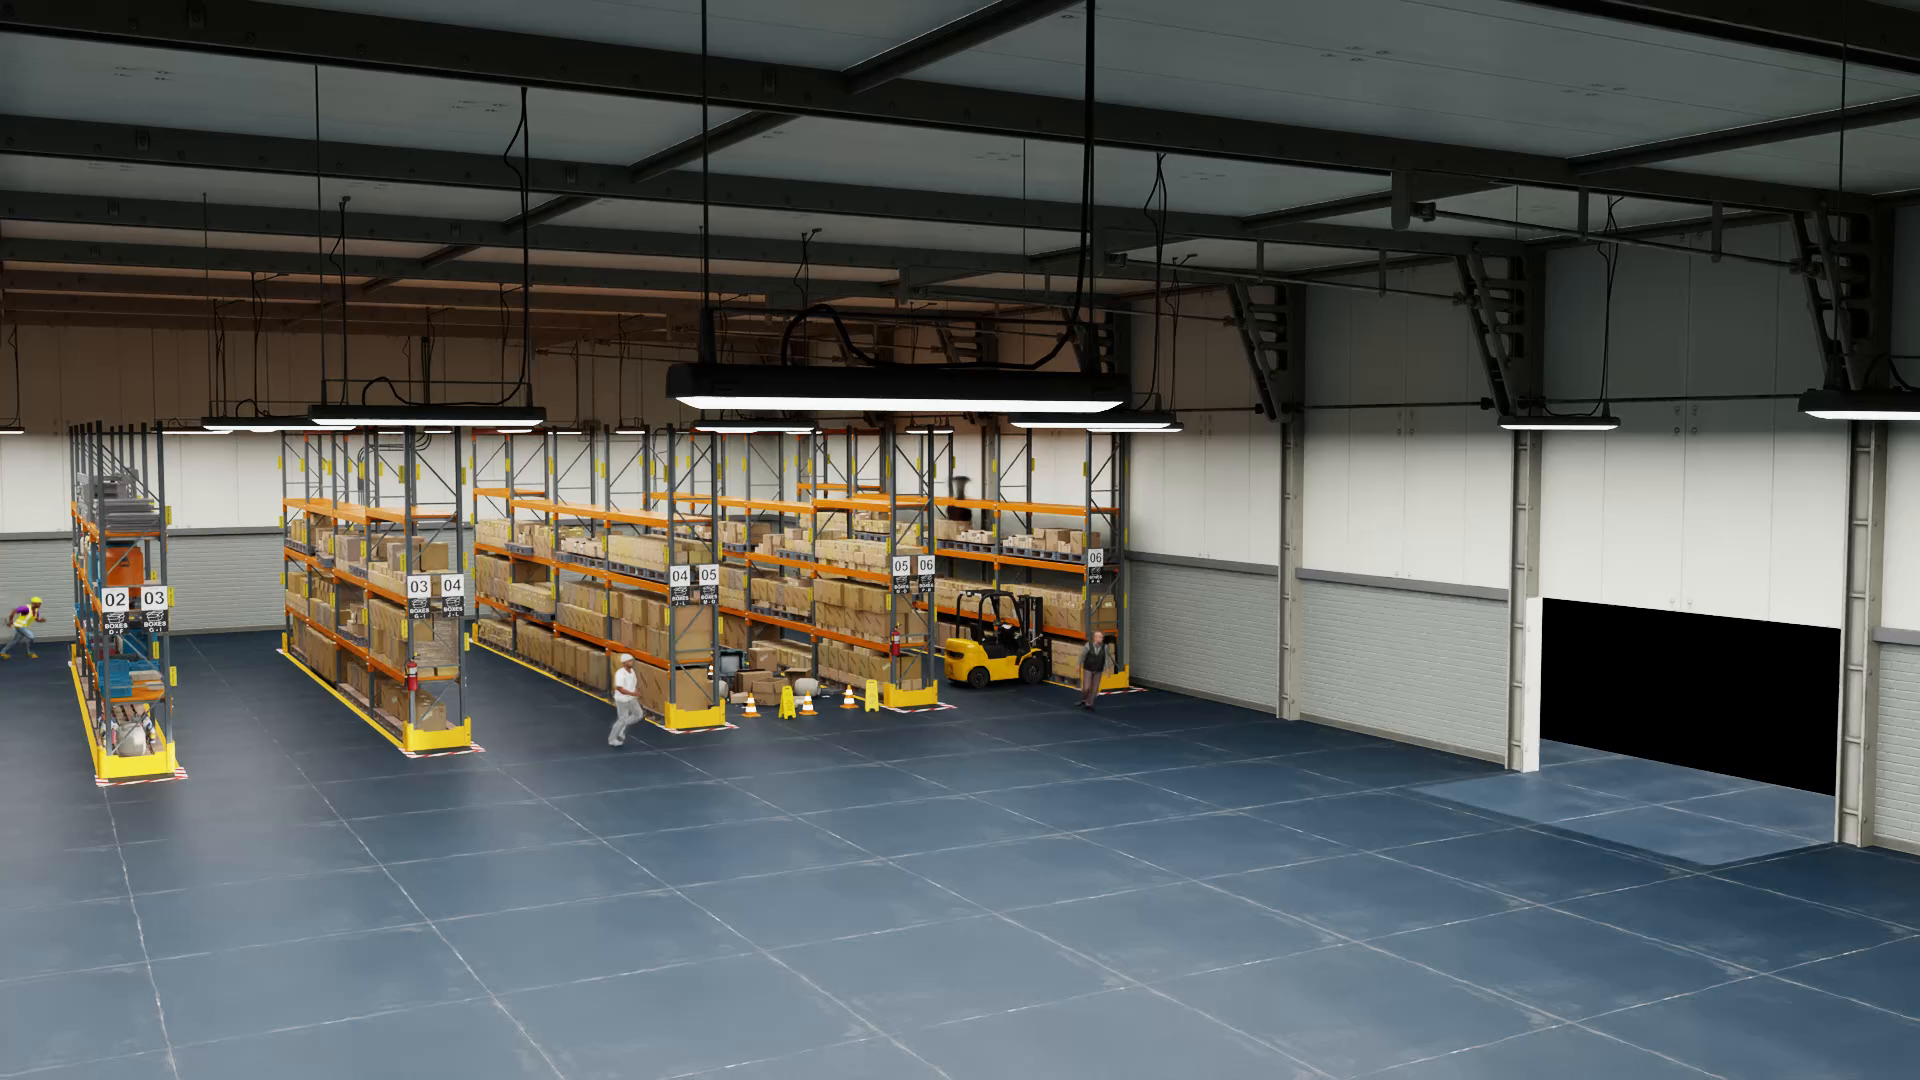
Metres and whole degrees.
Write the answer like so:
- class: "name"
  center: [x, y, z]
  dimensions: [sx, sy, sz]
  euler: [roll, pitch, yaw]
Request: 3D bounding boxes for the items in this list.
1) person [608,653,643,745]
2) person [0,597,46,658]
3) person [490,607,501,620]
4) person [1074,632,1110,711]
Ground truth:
- class: "person"
  center: [-6.179, 2.947, 30.884]
  dimensions: [0.729, 1.705, 0.733]
  euler: [1, 4, 15]
- class: "person"
  center: [-24.154, 2.260, 42.827]
  dimensions: [1.104, 1.578, 0.742]
  euler: [0, 4, -3]
- class: "person"
  center: [-13.663, 1.858, 49.056]
  dimensions: [0.654, 1.692, 0.885]
  euler: [1, 4, 17]
- class: "person"
  center: [2.768, 2.738, 34.779]
  dimensions: [0.693, 1.687, 0.542]
  euler: [-1, 4, -13]
